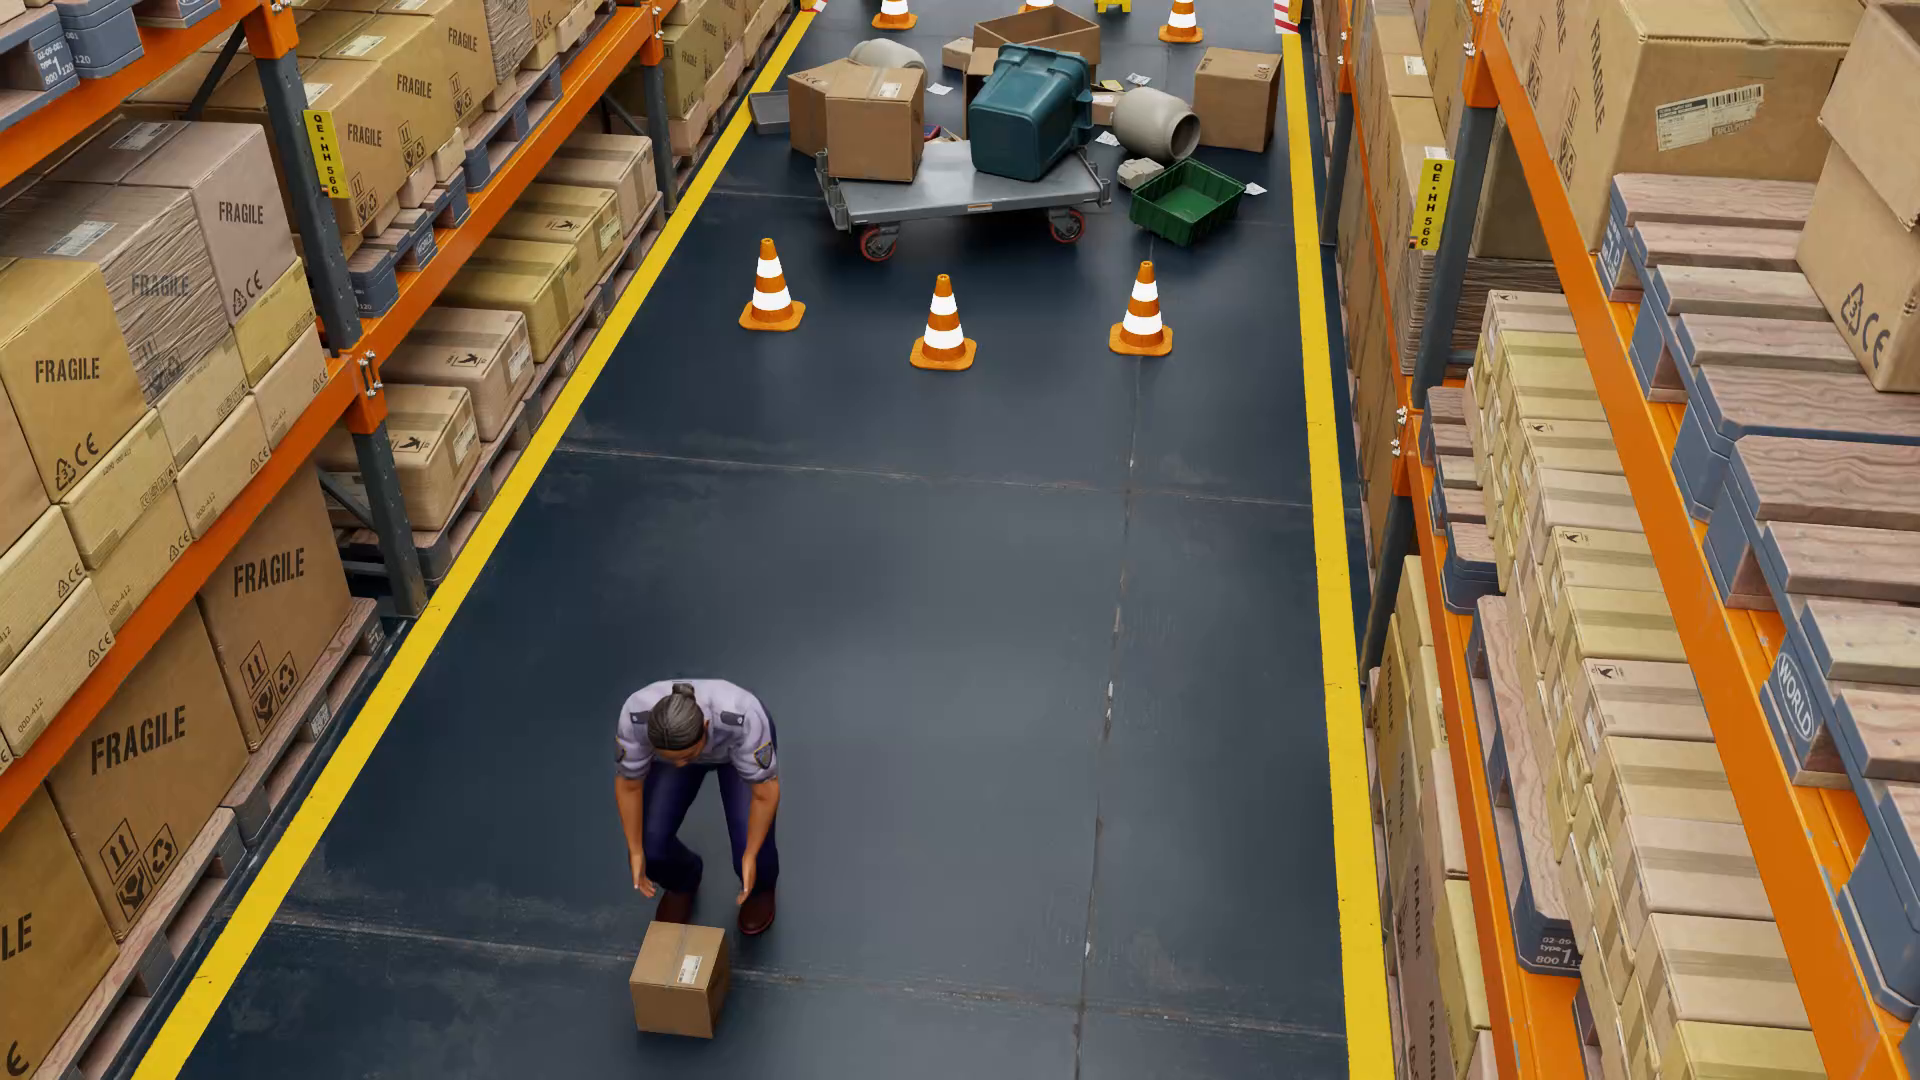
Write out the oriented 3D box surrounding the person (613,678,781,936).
[{"bbox_3d":[-0.813,0.805,5.429,0.536,1.226,0.730,4,37,6],"label":"person"}]
